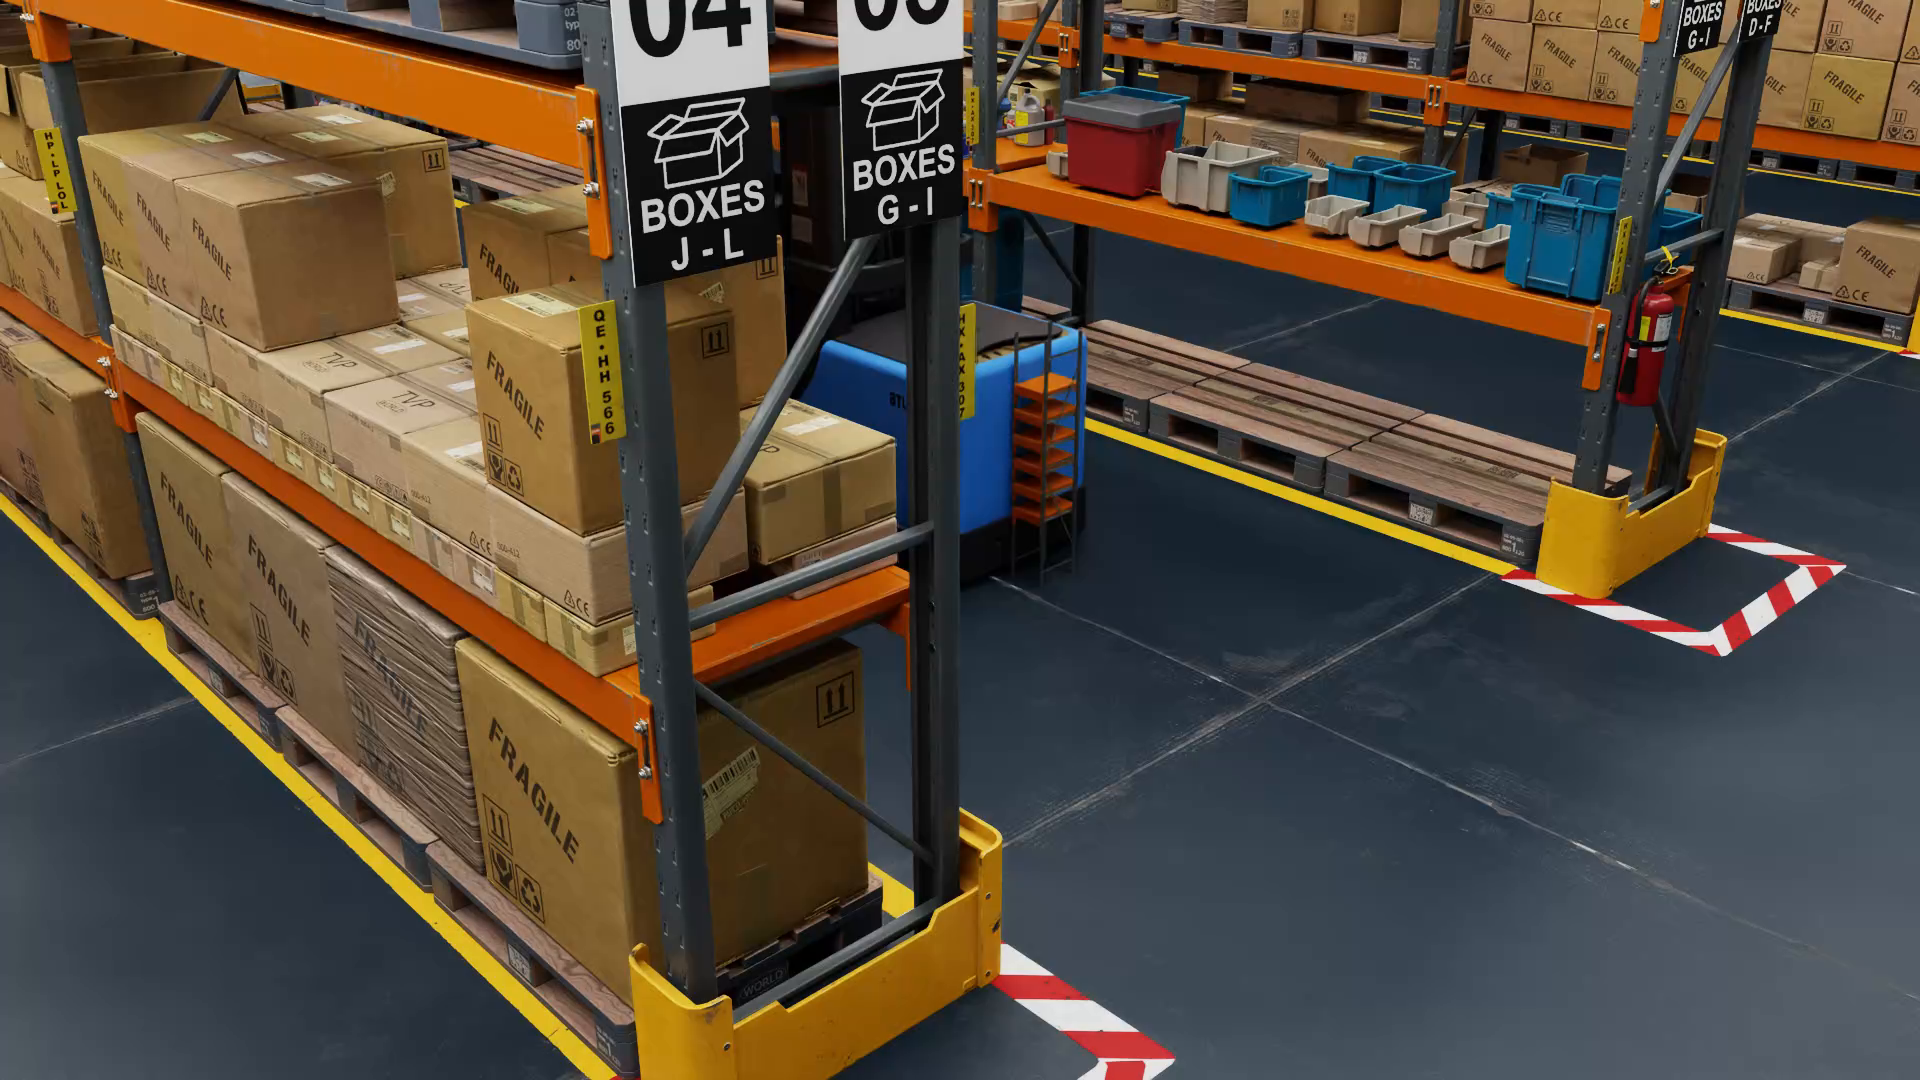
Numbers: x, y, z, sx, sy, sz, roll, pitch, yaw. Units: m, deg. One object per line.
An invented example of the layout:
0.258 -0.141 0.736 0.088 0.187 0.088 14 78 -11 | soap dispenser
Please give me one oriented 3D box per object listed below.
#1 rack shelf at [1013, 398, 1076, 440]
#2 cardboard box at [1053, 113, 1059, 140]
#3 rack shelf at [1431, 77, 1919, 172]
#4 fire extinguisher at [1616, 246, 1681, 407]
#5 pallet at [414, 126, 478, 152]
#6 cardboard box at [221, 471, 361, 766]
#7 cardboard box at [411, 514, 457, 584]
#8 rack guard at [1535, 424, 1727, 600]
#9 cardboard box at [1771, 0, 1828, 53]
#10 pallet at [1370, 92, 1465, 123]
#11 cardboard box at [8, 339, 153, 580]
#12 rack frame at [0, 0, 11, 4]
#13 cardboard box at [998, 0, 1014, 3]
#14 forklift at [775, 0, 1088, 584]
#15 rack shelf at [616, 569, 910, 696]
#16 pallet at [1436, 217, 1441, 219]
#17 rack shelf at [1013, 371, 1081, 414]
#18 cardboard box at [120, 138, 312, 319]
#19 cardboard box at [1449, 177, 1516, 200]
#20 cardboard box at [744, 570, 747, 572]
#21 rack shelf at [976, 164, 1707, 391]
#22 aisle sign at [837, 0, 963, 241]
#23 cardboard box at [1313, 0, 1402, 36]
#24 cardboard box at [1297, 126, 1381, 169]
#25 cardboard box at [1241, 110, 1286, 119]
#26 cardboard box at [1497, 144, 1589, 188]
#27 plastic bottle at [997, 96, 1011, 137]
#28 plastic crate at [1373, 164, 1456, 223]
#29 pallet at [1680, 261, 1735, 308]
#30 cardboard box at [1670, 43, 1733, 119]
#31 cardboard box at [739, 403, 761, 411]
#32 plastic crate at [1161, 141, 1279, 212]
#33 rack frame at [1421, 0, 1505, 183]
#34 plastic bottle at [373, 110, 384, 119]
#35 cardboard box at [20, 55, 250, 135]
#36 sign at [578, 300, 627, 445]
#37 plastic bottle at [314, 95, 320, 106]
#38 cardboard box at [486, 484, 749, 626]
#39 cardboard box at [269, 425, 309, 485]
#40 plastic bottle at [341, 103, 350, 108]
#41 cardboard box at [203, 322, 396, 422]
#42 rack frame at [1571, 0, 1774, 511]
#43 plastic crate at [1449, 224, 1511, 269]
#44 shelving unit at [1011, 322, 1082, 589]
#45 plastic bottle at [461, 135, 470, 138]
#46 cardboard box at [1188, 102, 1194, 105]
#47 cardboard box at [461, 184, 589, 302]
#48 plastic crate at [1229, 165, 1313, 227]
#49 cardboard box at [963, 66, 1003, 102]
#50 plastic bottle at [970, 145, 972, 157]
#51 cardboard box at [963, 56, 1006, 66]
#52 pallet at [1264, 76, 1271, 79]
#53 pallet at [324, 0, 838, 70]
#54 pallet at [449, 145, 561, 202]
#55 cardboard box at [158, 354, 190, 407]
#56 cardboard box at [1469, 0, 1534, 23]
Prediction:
0.393 -0.558 7.556 0.258 0.103 0.180 -22 33 -40 | rack shelf
0.823 -4.159 16.559 0.500 0.250 0.500 -20 31 -37 | cardboard box
5.462 -2.983 12.042 1.077 0.370 4.000 -21 32 -38 | rack shelf
2.982 -0.921 7.198 0.296 0.674 0.183 -21 32 -38 | fire extinguisher
-5.420 -3.883 16.507 1.003 0.211 1.213 -21 32 -38 | pallet
-2.131 0.164 6.331 0.875 0.875 0.875 -21 32 -38 | cardboard box
-1.409 -0.027 4.997 0.380 0.149 0.250 -21 32 -38 | cardboard box
3.236 -0.160 7.998 1.175 0.500 0.348 -21 32 -38 | rack guard
5.620 -3.570 11.137 0.500 0.500 0.500 -20 31 -37 | cardboard box
5.458 -5.006 18.969 1.003 0.211 1.213 -21 32 -38 | pallet
-3.591 -0.520 7.830 1.225 0.875 0.875 -21 32 -38 | cardboard box
-5.873 -2.319 9.720 1.000 3.000 0.127 -21 32 -38 | rack frame
0.448 -5.385 16.742 0.380 0.149 0.250 -18 30 -35 | cardboard box
-0.774 -1.630 8.291 1.130 2.935 3.031 -22 33 -40 | forklift
-1.772 -0.263 5.844 0.919 0.124 3.809 -21 32 -38 | rack shelf
3.511 -2.884 14.317 1.003 0.211 1.213 -21 32 -38 | pallet
0.393 -0.667 7.506 0.258 0.103 0.180 -22 33 -40 | rack shelf
-2.667 -1.147 6.068 0.500 0.500 0.500 -21 32 -38 | cardboard box
4.224 -2.705 13.275 0.500 0.311 0.500 -21 32 -38 | cardboard box
-0.583 -0.060 5.070 0.380 0.149 0.250 -22 32 -39 | cardboard box
1.843 -1.579 8.964 1.077 0.370 4.000 -21 32 -38 | rack shelf
-0.137 -1.142 4.006 0.394 0.787 0.004 -21 32 -38 | aisle sign
3.418 -4.550 13.984 0.700 0.500 0.500 -16 29 -31 | cardboard box
3.216 -3.200 14.132 0.500 0.500 0.500 -21 32 -38 | cardboard box
2.888 -3.660 15.141 0.500 0.500 0.500 22 33 40 | cardboard box
4.691 -2.887 13.447 0.500 0.500 0.500 -21 32 -38 | cardboard box
0.287 -2.786 10.897 0.097 0.271 0.097 0 25 0 | plastic bottle
2.382 -1.819 8.752 0.416 0.233 0.300 -21 32 -38 | plastic crate
5.401 -2.070 12.533 1.003 0.211 1.213 -21 32 -38 | pallet
5.285 -3.270 11.684 0.500 0.500 0.500 -22 32 -39 | cardboard box
-0.896 -0.340 5.204 0.500 0.250 0.500 -22 32 -39 | cardboard box
1.386 -1.971 9.027 0.437 0.282 0.530 -21 32 -38 | plastic crate
4.095 -3.917 13.221 1.000 3.000 0.127 -21 32 -38 | rack frame
-5.642 -4.045 16.163 0.144 0.351 0.185 -22 33 -40 | plastic bottle
-3.582 -1.800 7.254 0.797 0.503 0.637 -22 33 -40 | cardboard box
-0.811 -0.380 3.789 0.100 0.325 0.005 -21 32 -38 | sign
-6.572 -4.401 17.026 0.061 0.283 0.133 -21 32 -38 | plastic bottle
-0.930 -0.034 4.533 0.500 0.250 0.500 -22 32 -39 | cardboard box
-2.113 -0.337 5.678 0.380 0.149 0.250 -22 33 -40 | cardboard box
-6.102 -4.217 16.631 0.152 0.276 0.135 -21 32 -38 | plastic bottle
-2.315 -0.650 5.884 0.500 0.250 0.500 -20 31 -37 | cardboard box
3.210 -1.301 7.487 1.000 3.000 0.127 -21 32 -38 | rack frame
2.521 -1.404 7.958 0.396 0.136 0.243 -21 32 -38 | plastic crate
0.393 -0.380 7.637 0.258 1.200 0.189 -22 33 -40 | shelving unit
-4.889 -4.116 16.415 0.097 0.271 0.097 0 25 0 | plastic bottle
1.825 -3.815 15.481 0.500 0.500 0.500 22 33 40 | cardboard box
-1.236 -0.833 5.380 0.500 0.500 0.500 -22 33 -40 | cardboard box
1.619 -1.801 8.714 0.416 0.233 0.300 -21 32 -38 | plastic crate
0.120 -4.722 17.117 0.500 0.311 0.500 -21 32 -39 | cardboard box
0.049 -2.491 10.335 0.097 0.201 0.097 0 25 0 | plastic bottle
0.153 -5.033 17.800 0.500 0.311 0.500 -22 32 -39 | cardboard box
4.441 -5.503 20.059 1.003 0.211 1.213 -21 32 -38 | pallet
-0.920 -1.442 4.289 1.003 0.211 1.213 -21 32 -38 | pallet
-4.427 -3.441 15.538 1.003 0.211 1.213 -21 32 -38 | pallet
-2.820 -0.650 6.363 0.380 0.149 0.250 -20 31 -37 | cardboard box
4.211 -4.194 12.505 0.500 0.500 0.500 -20 31 -37 | cardboard box
